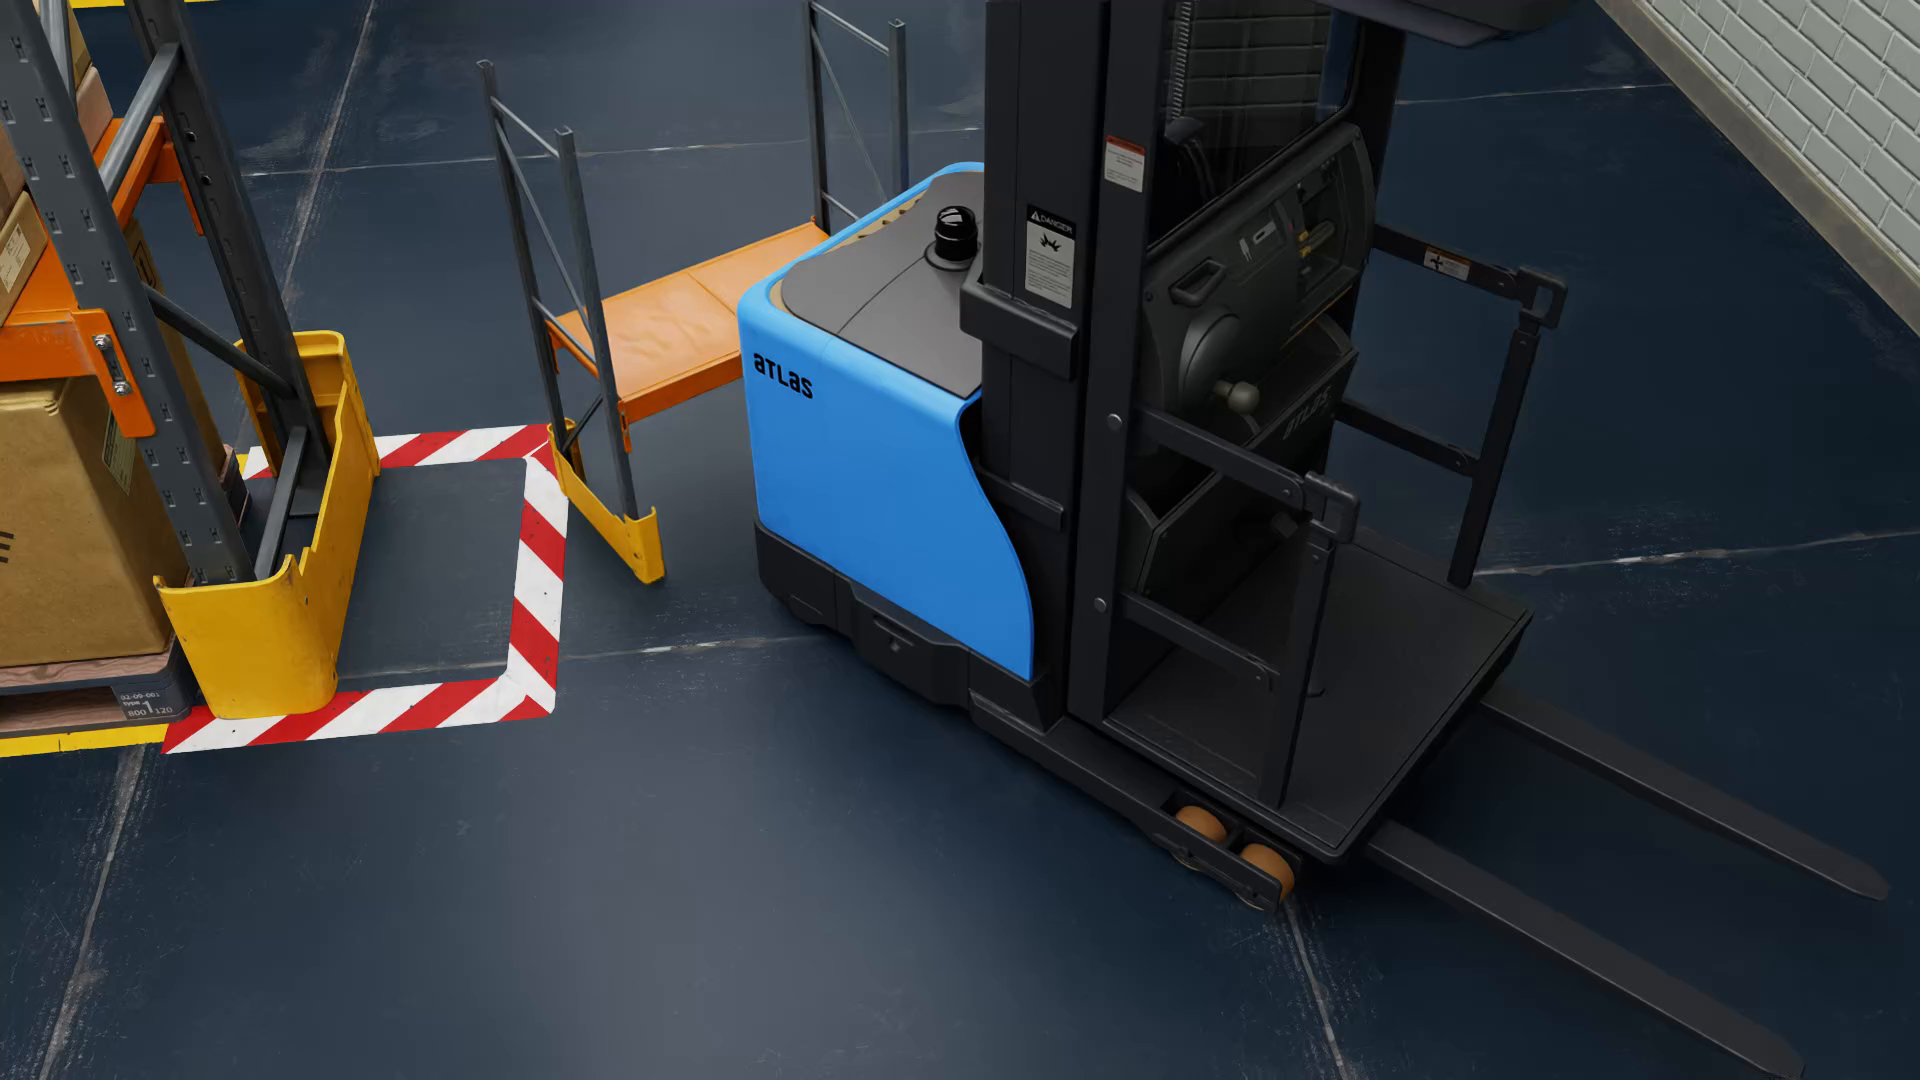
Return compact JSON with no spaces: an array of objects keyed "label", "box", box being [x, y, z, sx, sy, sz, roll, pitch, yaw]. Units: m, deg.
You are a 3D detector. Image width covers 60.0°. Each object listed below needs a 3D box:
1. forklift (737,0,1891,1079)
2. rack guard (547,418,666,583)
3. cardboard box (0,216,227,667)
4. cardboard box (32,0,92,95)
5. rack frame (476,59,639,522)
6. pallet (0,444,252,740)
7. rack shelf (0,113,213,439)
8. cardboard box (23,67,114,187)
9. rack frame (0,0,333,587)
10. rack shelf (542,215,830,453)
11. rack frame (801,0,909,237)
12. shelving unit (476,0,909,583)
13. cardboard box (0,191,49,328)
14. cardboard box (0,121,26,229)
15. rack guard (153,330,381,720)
[{"label":"forklift","box":[0.856,-0.559,3.681,3.031,2.935,1.130,29,49,28]},{"label":"rack guard","box":[-1.110,-0.129,5.206,0.087,0.250,0.587,-27,48,-26]},{"label":"cardboard box","box":[-2.675,-0.260,4.572,0.875,0.875,0.875,-5,42,-6]},{"label":"cardboard box","box":[-2.562,-1.194,4.224,0.500,0.250,0.500,-6,42,-7]},{"label":"rack frame","box":[-1.125,-0.585,4.779,0.032,1.500,0.500,-27,48,-26]},{"label":"pallet","box":[-2.834,0.155,4.921,1.213,0.211,1.003,-5,42,-6]},{"label":"rack shelf","box":[-4.034,-0.561,4.170,4.000,0.370,1.077,-5,42,-6]},{"label":"cardboard box","box":[-2.446,-1.097,4.414,0.250,0.149,0.380,-5,42,-5]},{"label":"rack frame","box":[-2.051,-1.002,4.121,0.127,3.000,1.000,-5,42,-6]},{"label":"rack shelf","box":[-0.719,-0.656,5.126,1.000,0.185,0.538,-27,48,-26]},{"label":"rack frame","box":[-0.312,-0.994,5.233,0.032,1.500,0.500,-27,48,-26]},{"label":"shelving unit","box":[-0.711,-0.793,5.010,1.083,1.500,0.587,-27,48,-26]},{"label":"cardboard box","box":[-2.362,-0.659,3.929,0.250,0.149,0.380,-4,42,-5]},{"label":"cardboard box","box":[-2.497,-0.838,3.830,0.500,0.250,0.500,-6,42,-6]},{"label":"rack guard","box":[-2.027,-0.076,4.961,0.348,0.500,1.175,-5,42,-6]}]
